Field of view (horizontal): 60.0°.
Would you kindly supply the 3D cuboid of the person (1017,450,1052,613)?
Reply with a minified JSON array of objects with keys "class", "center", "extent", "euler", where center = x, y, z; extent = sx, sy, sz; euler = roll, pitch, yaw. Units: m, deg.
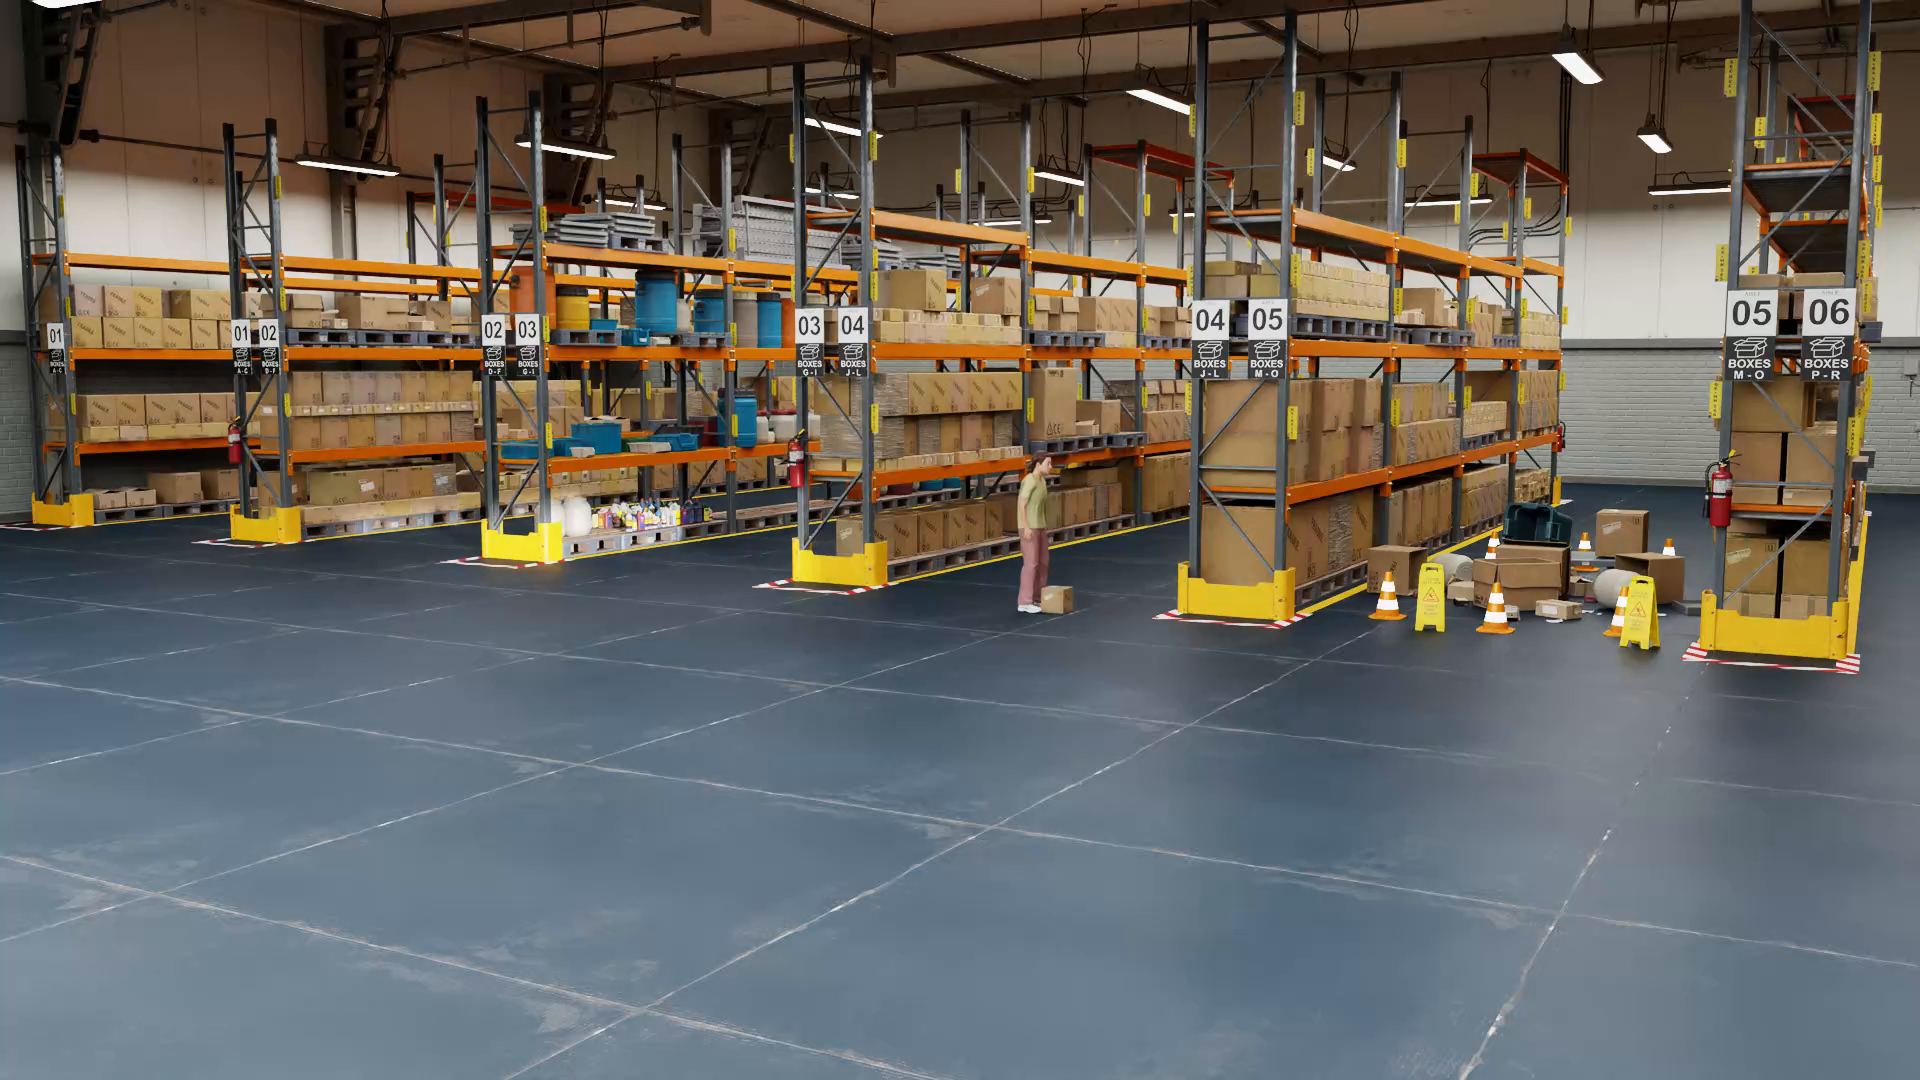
[{"class":"person","center":[0.788,-0.101,17.301],"extent":[0.366,1.671,0.518],"euler":[3,7,25]}]
